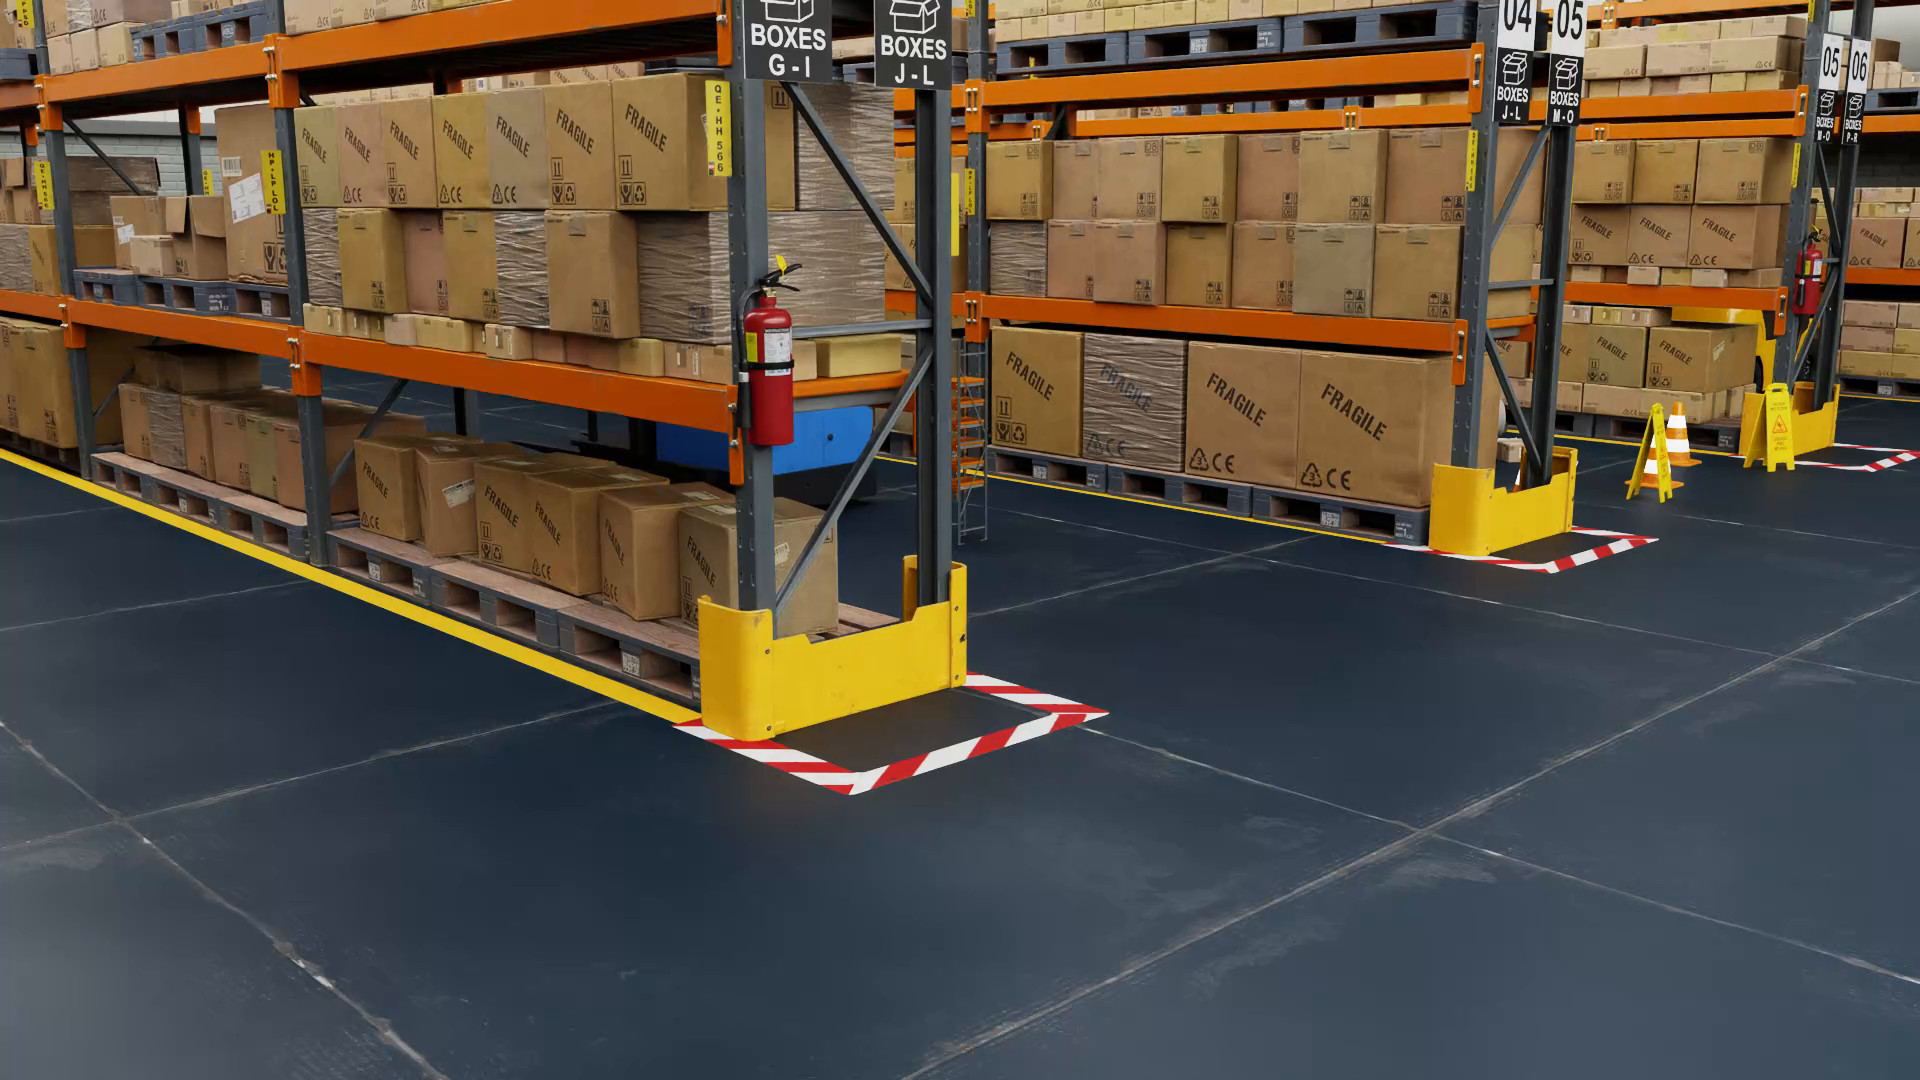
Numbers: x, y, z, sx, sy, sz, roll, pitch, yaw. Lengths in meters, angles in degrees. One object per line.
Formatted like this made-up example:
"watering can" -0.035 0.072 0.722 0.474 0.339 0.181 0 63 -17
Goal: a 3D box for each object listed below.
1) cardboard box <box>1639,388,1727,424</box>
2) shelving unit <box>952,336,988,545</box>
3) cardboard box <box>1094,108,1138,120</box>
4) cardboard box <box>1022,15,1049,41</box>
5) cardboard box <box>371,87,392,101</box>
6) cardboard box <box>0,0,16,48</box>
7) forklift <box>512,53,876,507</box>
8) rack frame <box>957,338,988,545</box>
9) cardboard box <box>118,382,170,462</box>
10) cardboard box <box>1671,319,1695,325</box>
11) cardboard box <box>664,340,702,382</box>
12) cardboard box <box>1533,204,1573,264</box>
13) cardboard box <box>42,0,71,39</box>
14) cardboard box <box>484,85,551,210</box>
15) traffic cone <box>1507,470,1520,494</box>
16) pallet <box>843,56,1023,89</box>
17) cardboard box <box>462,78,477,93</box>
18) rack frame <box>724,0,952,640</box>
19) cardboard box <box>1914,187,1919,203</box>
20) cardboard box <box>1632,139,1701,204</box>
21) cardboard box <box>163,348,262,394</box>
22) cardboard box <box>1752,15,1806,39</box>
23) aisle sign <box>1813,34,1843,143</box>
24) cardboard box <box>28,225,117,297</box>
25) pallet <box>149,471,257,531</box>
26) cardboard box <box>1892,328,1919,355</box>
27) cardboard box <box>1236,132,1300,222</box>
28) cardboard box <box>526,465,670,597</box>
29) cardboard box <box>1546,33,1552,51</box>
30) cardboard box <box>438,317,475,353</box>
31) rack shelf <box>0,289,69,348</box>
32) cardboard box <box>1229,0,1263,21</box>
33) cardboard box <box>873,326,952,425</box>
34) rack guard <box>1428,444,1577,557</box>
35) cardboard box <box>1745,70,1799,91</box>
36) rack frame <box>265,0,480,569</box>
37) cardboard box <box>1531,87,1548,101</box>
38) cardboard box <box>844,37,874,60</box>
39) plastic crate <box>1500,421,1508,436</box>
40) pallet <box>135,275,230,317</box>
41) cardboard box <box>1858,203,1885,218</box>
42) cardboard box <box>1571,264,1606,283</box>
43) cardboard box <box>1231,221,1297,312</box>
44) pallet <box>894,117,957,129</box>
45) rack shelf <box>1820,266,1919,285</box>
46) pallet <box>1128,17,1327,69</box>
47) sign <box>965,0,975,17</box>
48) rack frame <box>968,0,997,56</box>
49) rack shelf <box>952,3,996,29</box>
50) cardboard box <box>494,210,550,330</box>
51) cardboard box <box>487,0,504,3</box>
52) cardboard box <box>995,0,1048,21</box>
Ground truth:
"cardboard box" 5.963 -1.127 13.720 0.500 0.250 0.500 -11 16 -43
"shelving unit" 0.010 -0.586 9.780 0.258 1.200 0.189 -11 16 -43
"cardboard box" 1.855 -4.730 17.753 0.700 0.500 0.500 -11 16 -43
"cardboard box" 0.646 -3.526 11.491 0.380 0.149 0.250 -11 16 -42
"cardboard box" -6.282 -5.056 18.717 0.500 0.250 0.500 -10 15 -40
"cardboard box" -7.093 -3.887 12.621 0.500 0.500 0.500 -10 15 -40
"forklift" -1.987 -1.797 11.371 3.031 2.935 1.130 10 16 41
"rack frame" 0.073 -0.572 9.715 0.240 1.200 0.006 -11 16 -43
"cardboard box" -5.482 -0.866 11.788 0.500 0.500 0.700 11 16 42
"cardboard box" 5.994 -1.645 14.379 0.500 0.500 0.500 11 16 43
"cardboard box" -0.953 -0.729 6.639 0.380 0.149 0.250 -11 16 -43
"cardboard box" 5.137 -2.643 14.321 0.500 0.500 0.500 -11 16 -42
"cardboard box" -5.821 -3.629 11.171 0.500 0.500 0.500 -11 16 -42
"cardboard box" -1.686 -1.678 7.162 0.500 0.500 0.500 -11 16 -43
"traffic cone" 3.882 -0.512 11.250 0.336 0.463 0.334 -11 16 -43
"pallet" -0.209 -3.565 12.823 1.217 0.209 0.805 11 16 43
"cardboard box" -4.883 -4.884 17.460 0.700 0.500 0.500 -11 16 -42
"rack frame" -0.435 -0.803 6.374 1.000 3.000 0.127 -11 16 -43
"cardboard box" 9.727 -3.443 16.596 0.380 0.149 0.250 -11 16 -42
"cardboard box" 5.878 -2.987 13.514 0.700 0.500 0.500 -11 16 -42
"cardboard box" -5.102 -1.159 11.350 0.500 0.250 0.500 -9 14 -36
"cardboard box" 6.285 -3.929 12.759 0.380 0.149 0.250 -11 16 -42
"aisle sign" 6.566 -3.407 12.574 0.394 0.787 0.004 -11 16 -43
"cardboard box" -6.480 -2.057 12.213 0.500 0.500 0.500 -10 15 -41
"pallet" -4.583 -0.312 10.904 1.003 0.211 1.213 -11 16 -43
"cardboard box" 9.758 -2.007 16.755 0.500 0.250 0.500 -11 16 -43
"cardboard box" 2.259 -2.309 10.638 0.875 0.550 0.550 -11 16 -43
"cardboard box" -1.710 -0.054 7.894 0.500 0.500 0.500 -9 15 -37
"cardboard box" 5.085 -4.197 14.063 0.380 0.149 0.250 -10 16 -41
"cardboard box" -2.221 -0.973 7.824 0.380 0.149 0.250 -11 16 -43
"rack shelf" -7.341 -1.910 13.530 1.077 0.370 4.000 -11 16 -43
"cardboard box" 1.870 -3.267 10.234 0.380 0.149 0.250 -11 16 -42
"cardboard box" -0.697 -1.386 13.740 1.050 0.750 0.750 -11 16 -43
"rack guard" 3.239 -0.251 9.892 1.175 0.500 0.348 -11 16 -43
"cardboard box" 6.284 -3.543 12.863 0.380 0.149 0.250 -11 16 -42
"rack frame" -3.197 -1.386 9.207 1.000 3.000 0.127 -11 16 -43
"cardboard box" 5.074 -3.808 14.152 0.380 0.149 0.250 -11 16 -42
"cardboard box" -0.552 -3.863 12.877 0.500 0.250 0.500 -11 16 -43
"plastic crate" 4.461 -0.994 14.538 0.583 0.080 0.402 6 13 26
"pallet" -4.563 -1.593 10.686 1.003 0.211 1.213 -11 16 -43
"cardboard box" 9.382 -3.371 16.987 0.380 0.149 0.250 -11 16 -43
"cardboard box" 5.386 -2.262 14.081 0.380 0.149 0.250 -11 16 -43
"cardboard box" 2.242 -1.777 10.731 0.875 0.550 0.550 -11 16 -43
"pallet" -0.050 -4.977 19.671 1.003 0.211 1.213 -10 15 -40
"rack shelf" 8.939 -2.815 17.926 1.077 0.370 4.000 -11 16 -43
"pallet" 1.856 -3.190 10.746 1.003 0.211 1.213 -11 16 -43
"sign" 0.074 -3.862 11.730 0.100 0.325 0.005 -11 16 -43
"rack frame" 0.460 -5.001 11.885 1.000 3.000 0.127 -11 16 -43
"rack shelf" -0.173 -6.033 19.668 1.077 0.370 4.000 -11 16 -43
"cardboard box" -1.541 -1.217 7.398 0.875 0.500 0.500 -11 16 -43
"cardboard box" -1.646 -2.382 6.977 0.500 0.250 0.500 -10 16 -41
"cardboard box" 0.595 -3.749 11.585 0.500 0.250 0.500 -11 16 -42
